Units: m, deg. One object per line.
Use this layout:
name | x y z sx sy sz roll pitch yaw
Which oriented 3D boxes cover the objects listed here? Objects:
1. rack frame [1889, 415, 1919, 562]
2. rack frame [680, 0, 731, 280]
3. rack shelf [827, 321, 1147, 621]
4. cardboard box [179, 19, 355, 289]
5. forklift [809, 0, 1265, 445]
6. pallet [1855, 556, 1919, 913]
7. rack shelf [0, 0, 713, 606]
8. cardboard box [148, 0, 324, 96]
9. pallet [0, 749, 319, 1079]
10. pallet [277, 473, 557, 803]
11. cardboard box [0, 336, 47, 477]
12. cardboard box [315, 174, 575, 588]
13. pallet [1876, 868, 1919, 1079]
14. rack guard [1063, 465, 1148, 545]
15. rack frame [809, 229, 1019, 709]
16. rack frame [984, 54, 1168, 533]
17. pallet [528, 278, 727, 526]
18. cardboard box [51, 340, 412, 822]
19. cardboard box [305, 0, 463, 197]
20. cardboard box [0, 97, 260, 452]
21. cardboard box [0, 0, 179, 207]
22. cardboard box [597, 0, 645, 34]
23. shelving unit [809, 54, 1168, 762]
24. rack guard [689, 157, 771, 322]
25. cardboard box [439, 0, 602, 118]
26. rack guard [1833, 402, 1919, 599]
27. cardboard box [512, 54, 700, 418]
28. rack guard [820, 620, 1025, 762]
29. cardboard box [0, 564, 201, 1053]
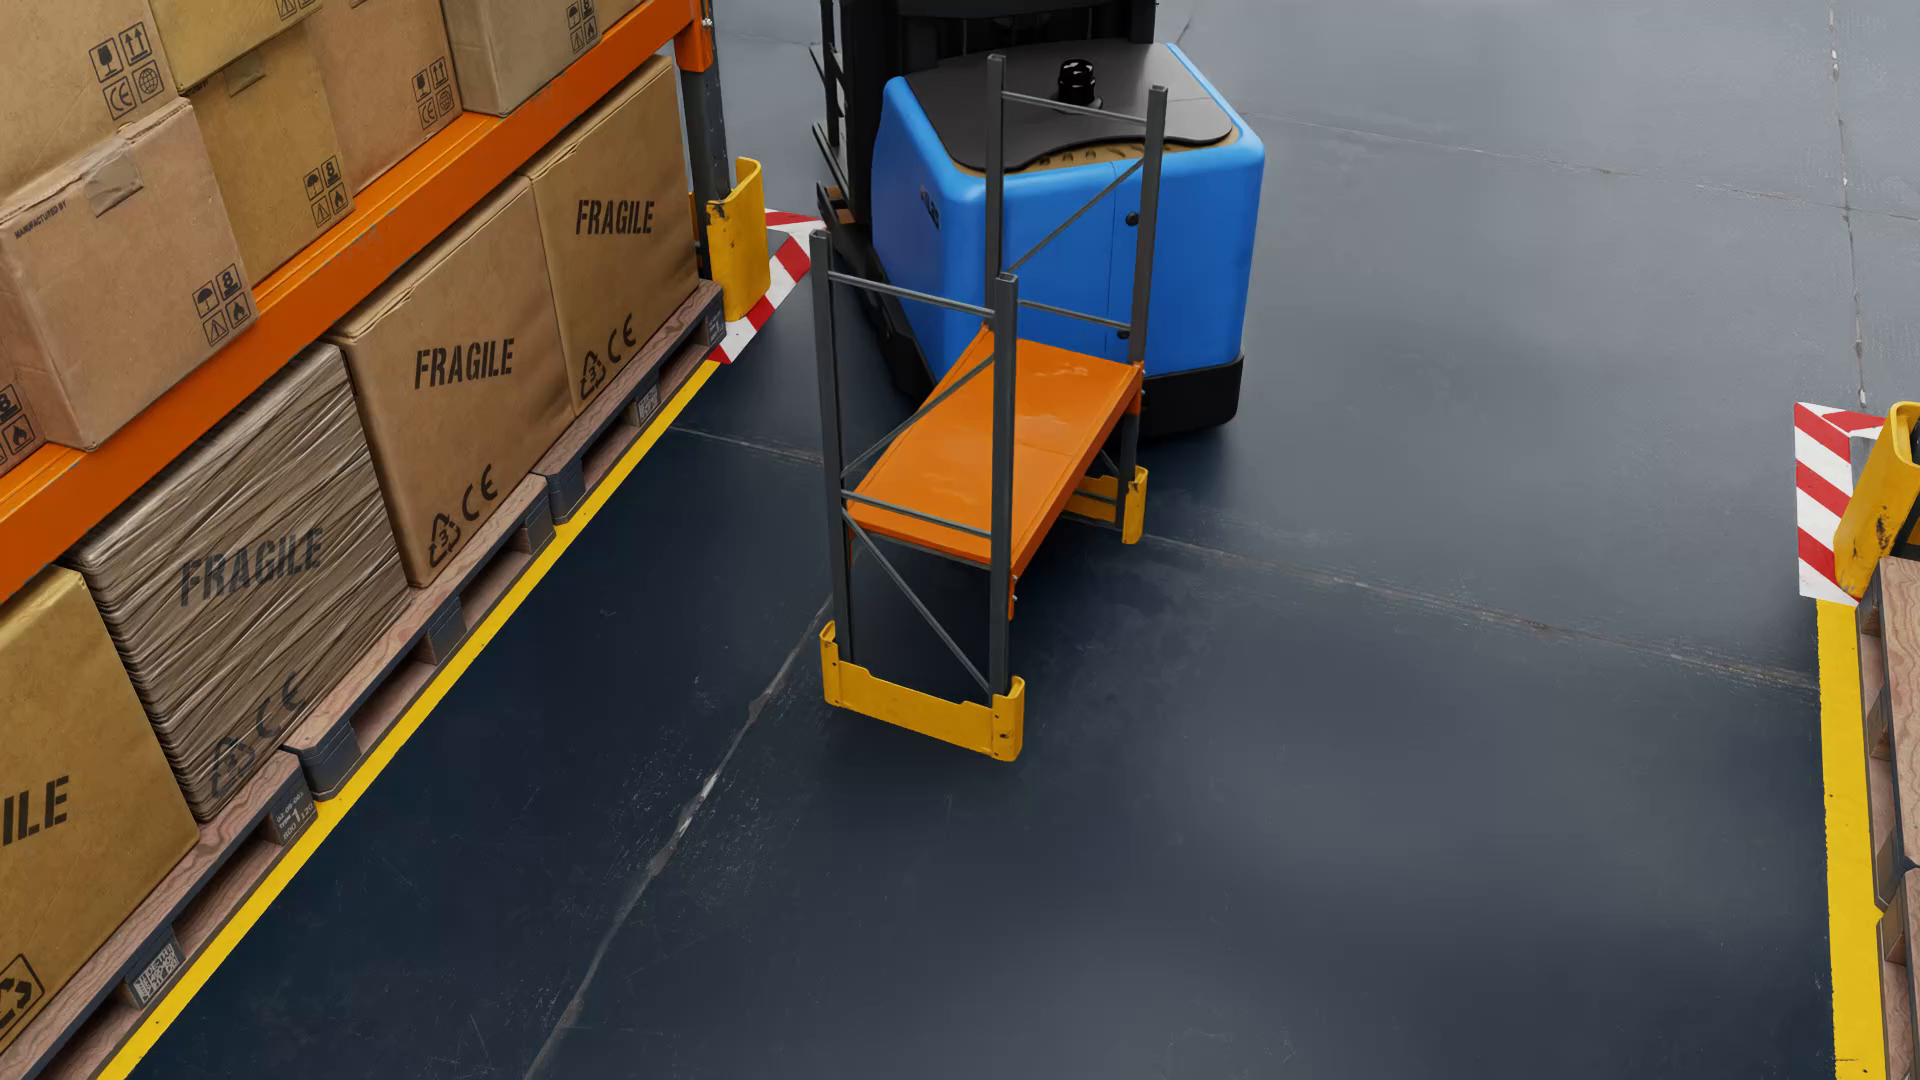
rack frame | 3.301 -0.998 4.109 1.000 3.000 0.127 13 42 15
rack frame | -1.326 -2.161 5.472 1.000 3.000 0.127 13 42 15
rack shelf | 0.100 -0.225 4.635 0.538 0.185 1.000 16 43 18
cardboard box | -2.029 -0.995 3.990 0.875 0.550 0.500 13 42 15
forklift | 0.055 -2.319 5.709 1.130 2.935 3.031 -10 42 -12
pallet | 2.964 0.596 4.388 1.003 0.211 1.213 13 42 15
rack shelf | -2.009 -0.667 4.275 1.077 0.370 4.000 13 42 15
cardboard box | -1.968 -1.392 3.622 0.875 0.550 0.500 13 42 15
pallet | -2.360 0.893 4.040 1.003 0.211 1.213 13 42 15
pallet | -1.944 0.147 4.916 1.003 0.211 1.213 13 42 15
cardboard box | -2.412 -0.346 3.229 0.875 0.550 0.550 13 42 15
cardboard box | -1.794 -0.547 4.893 0.875 0.875 0.875 13 42 14
pallet | 2.545 1.338 3.519 1.003 0.211 1.213 13 42 15
rack guard | 0.299 -0.176 5.264 0.587 0.250 0.087 16 43 18
rack frame | -0.107 -0.060 4.165 0.500 1.500 0.032 16 43 18
rack frame | 0.307 -0.663 4.872 0.500 1.500 0.032 16 43 18
pallet | -1.525 -0.595 5.785 1.003 0.211 1.213 13 42 15
cardboard box | -2.108 0.009 4.242 0.875 0.875 0.875 14 42 15
cardboard box | -1.887 -1.328 4.379 0.875 0.550 0.550 13 42 15
cardboard box | -2.116 -0.650 3.585 0.875 0.550 0.550 13 42 15
cardboard box | -2.142 -1.067 3.241 0.875 0.550 0.550 13 42 15
cardboard box | -1.410 -1.982 5.146 0.875 0.550 0.550 13 42 15
shelving unit | 0.096 -0.356 4.512 0.587 1.500 1.083 16 43 18
rack guard | -1.317 -1.225 6.300 1.175 0.500 0.348 13 42 15
cardboard box | -1.577 -1.641 4.747 0.875 0.550 0.550 13 42 15
rack guard | 3.275 -0.001 4.866 1.175 0.500 0.348 13 42 15
cardboard box | -1.495 -1.084 5.523 0.875 0.875 0.875 14 42 15
rack guard | -0.106 0.415 4.572 0.587 0.250 0.087 16 43 18
cardboard box | -2.413 0.559 3.597 0.875 0.875 0.875 14 42 16
